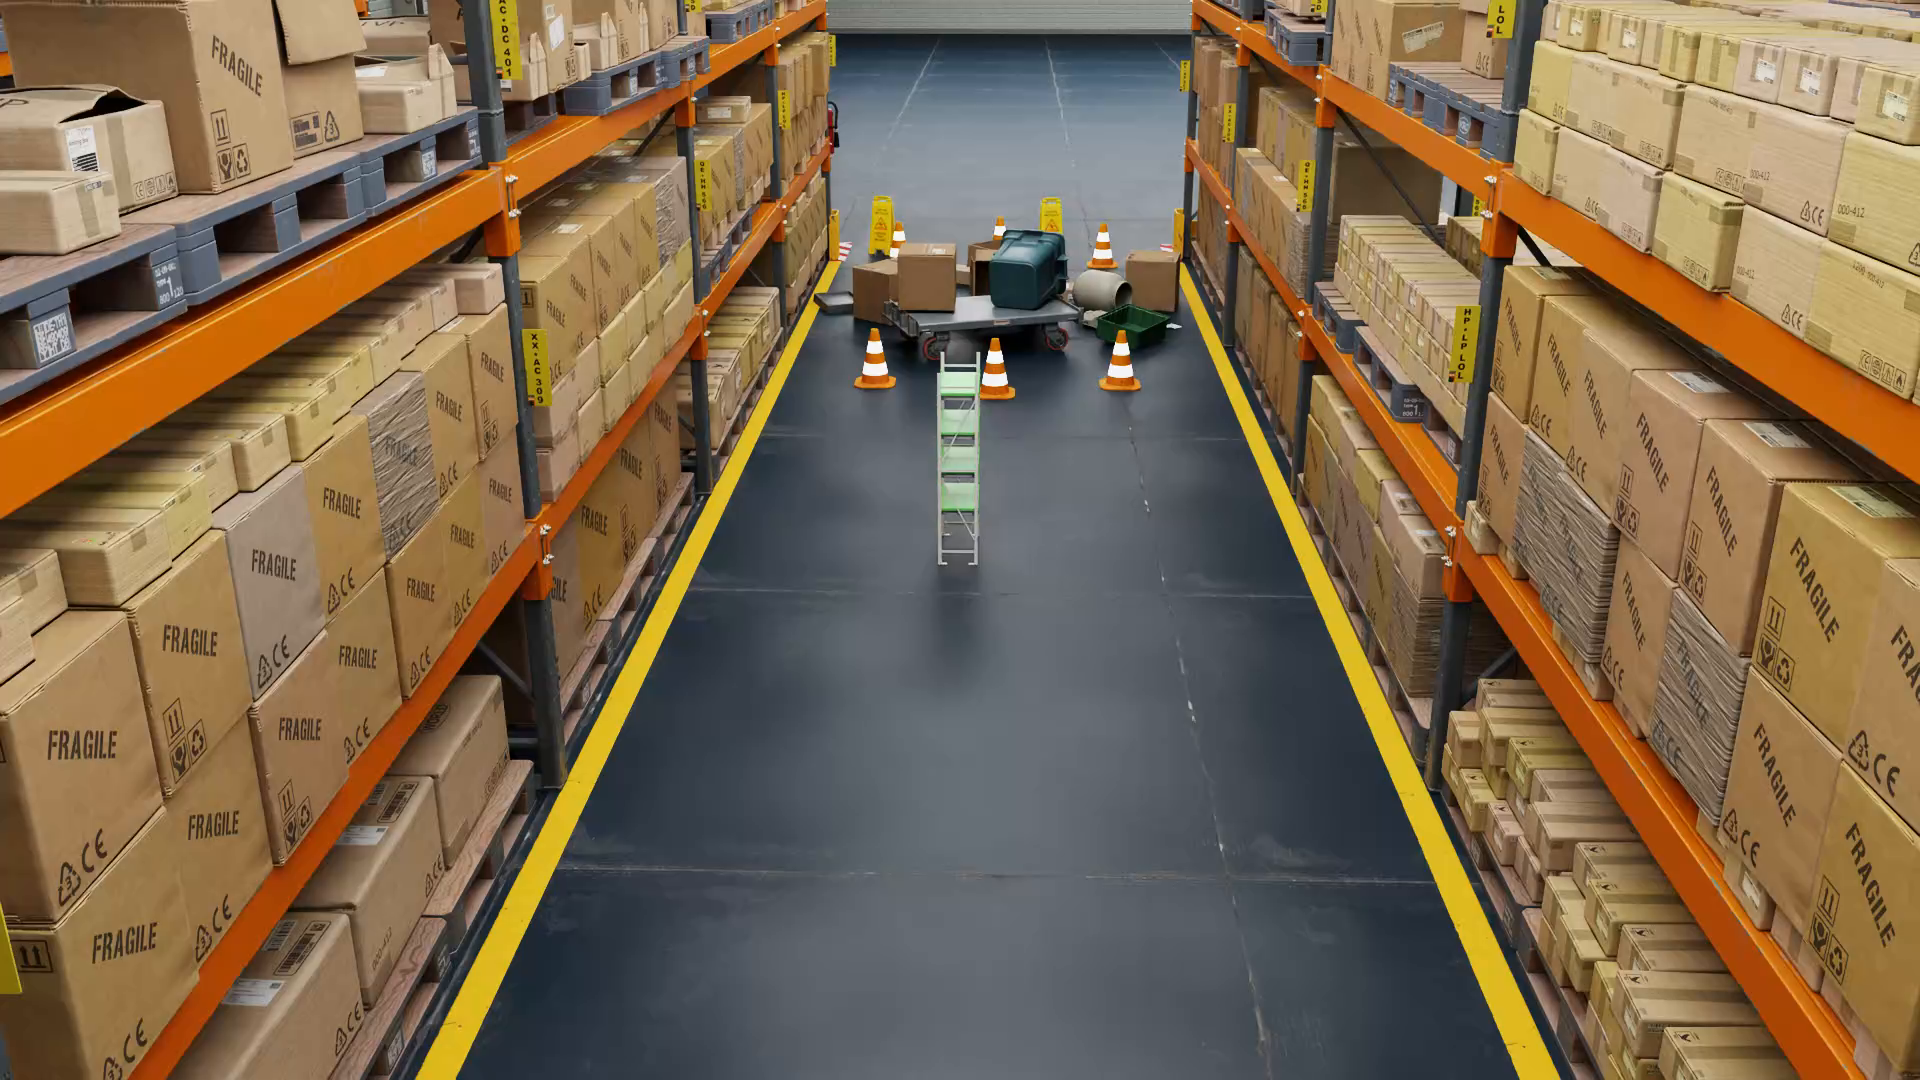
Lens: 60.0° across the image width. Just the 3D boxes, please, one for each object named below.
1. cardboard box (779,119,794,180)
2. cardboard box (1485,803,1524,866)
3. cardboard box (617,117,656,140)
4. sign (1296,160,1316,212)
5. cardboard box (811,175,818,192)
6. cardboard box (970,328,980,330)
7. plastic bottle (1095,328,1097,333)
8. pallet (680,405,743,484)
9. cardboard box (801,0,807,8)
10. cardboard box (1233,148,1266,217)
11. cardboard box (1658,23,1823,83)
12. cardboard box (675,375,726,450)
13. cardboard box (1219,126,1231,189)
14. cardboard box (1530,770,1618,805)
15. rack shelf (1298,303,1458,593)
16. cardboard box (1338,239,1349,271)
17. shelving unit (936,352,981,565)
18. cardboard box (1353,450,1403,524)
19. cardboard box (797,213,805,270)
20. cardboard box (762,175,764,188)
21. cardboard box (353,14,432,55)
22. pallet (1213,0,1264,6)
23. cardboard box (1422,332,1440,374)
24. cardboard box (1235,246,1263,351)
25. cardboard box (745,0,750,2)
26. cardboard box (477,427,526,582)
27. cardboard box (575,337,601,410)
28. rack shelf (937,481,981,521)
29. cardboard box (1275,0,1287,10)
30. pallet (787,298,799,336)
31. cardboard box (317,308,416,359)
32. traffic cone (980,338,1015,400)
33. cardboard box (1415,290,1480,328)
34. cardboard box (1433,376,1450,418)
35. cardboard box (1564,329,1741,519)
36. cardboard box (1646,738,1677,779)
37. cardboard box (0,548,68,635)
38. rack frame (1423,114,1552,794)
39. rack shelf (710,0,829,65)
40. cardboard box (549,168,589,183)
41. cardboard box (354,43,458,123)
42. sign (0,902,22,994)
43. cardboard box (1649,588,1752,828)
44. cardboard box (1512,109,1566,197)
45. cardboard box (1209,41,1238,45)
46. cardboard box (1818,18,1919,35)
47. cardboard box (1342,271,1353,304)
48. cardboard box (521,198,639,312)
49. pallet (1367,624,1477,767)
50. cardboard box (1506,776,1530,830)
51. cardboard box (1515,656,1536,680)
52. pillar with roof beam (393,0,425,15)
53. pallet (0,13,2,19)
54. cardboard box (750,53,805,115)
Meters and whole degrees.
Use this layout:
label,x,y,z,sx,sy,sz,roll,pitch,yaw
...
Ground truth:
label,x,y,z,sx,sy,sz,roll,pitch,yaw
cardboard box,-1.779,-3.515,14.893,0.500,0.500,0.500,1,21,1
cardboard box,2.341,1.185,6.690,0.380,0.149,0.250,1,21,1
cardboard box,-2.424,-3.006,12.102,0.380,0.149,0.250,0,21,-1
sign,2.204,-2.255,10.592,0.100,0.325,0.005,1,21,2
cardboard box,-1.667,-3.669,17.126,0.380,0.149,0.250,1,21,3
cardboard box,0.099,-2.170,15.755,0.258,0.266,0.396,-16,26,-35
plastic bottle,1.380,-1.903,15.348,0.133,0.061,0.283,-11,24,-26
pallet,-2.167,-0.710,12.068,1.003,0.211,1.213,1,21,2
cardboard box,-1.682,-5.214,16.020,0.380,0.149,0.250,0,21,1
cardboard box,2.595,-3.016,14.016,0.500,0.500,0.500,1,21,2
cardboard box,2.298,-1.434,4.896,0.380,0.149,0.250,2,21,4
cardboard box,-2.165,-0.903,11.761,0.950,0.372,0.625,-1,21,-2
cardboard box,2.874,-3.559,15.346,0.875,0.550,0.550,1,21,2
cardboard box,2.408,1.000,6.343,0.380,0.149,0.250,0,21,0
rack shelf,2.698,-0.651,9.055,1.077,0.370,4.000,1,21,2
cardboard box,2.543,-1.755,10.260,0.380,0.149,0.250,2,21,4
shelving unit,-0.005,-0.500,10.158,0.258,1.200,0.503,1,21,2
cardboard box,2.438,-0.293,8.975,0.500,0.250,0.500,0,21,-1
cardboard box,-1.778,-2.842,15.890,0.500,0.500,0.500,1,21,4
cardboard box,-1.836,-2.968,13.799,0.380,0.149,0.250,0,21,0
cardboard box,-2.497,-2.155,7.332,0.500,0.311,0.500,1,21,2
pallet,2.955,-5.249,15.886,1.003,0.211,1.213,1,21,2
cardboard box,2.473,-0.911,8.085,0.380,0.149,0.250,0,21,0
cardboard box,2.951,-2.078,14.266,1.050,0.750,0.750,1,21,1
cardboard box,-1.944,-4.486,13.423,0.500,0.250,0.500,0,21,1
cardboard box,-2.073,-0.158,6.650,0.500,0.500,0.500,1,21,2
cardboard box,-2.031,-0.789,7.933,0.500,0.250,0.500,1,21,2
rack shelf,-0.005,-0.216,10.268,0.258,0.148,0.480,1,21,2
cardboard box,2.532,-4.029,11.762,0.500,0.500,0.500,1,21,2
pallet,-2.085,-2.117,15.694,1.003,0.211,1.213,1,21,2
cardboard box,-2.129,-0.706,5.784,0.380,0.149,0.250,0,21,1
traffic cone,0.282,-1.412,13.528,0.336,0.463,0.334,1,21,2
cardboard box,2.490,-1.141,8.268,0.380,0.149,0.250,0,21,0
cardboard box,2.468,-0.672,7.881,0.380,0.149,0.250,1,21,1
cardboard box,2.333,-0.385,5.443,0.500,0.500,0.500,1,21,3
cardboard box,2.362,0.618,5.137,0.380,0.149,0.250,1,21,3
cardboard box,-2.211,0.129,3.633,0.380,0.149,0.250,1,21,3
rack frame,2.637,-0.264,7.061,1.000,3.000,0.127,1,21,2
rack shelf,-2.010,-4.960,16.014,1.077,0.370,4.000,1,21,2
cardboard box,-2.457,-1.885,9.721,0.500,0.500,0.500,1,21,2
cardboard box,-2.013,-1.625,5.891,0.396,0.266,0.258,1,21,3
sign,-1.881,0.733,3.188,0.100,0.325,0.005,1,21,2
cardboard box,2.298,0.463,4.641,0.500,0.500,0.500,1,21,2
cardboard box,2.359,-1.428,6.122,0.500,0.250,0.500,2,21,4
cardboard box,3.027,-4.842,17.161,0.875,0.550,0.550,1,21,2
cardboard box,2.877,-1.518,5.113,0.380,0.149,0.250,0,21,-1
cardboard box,2.535,-1.532,10.097,0.380,0.149,0.250,2,21,4
cardboard box,-1.998,-1.503,8.735,0.500,0.500,0.500,0,21,1
pallet,2.659,0.755,8.291,1.003,0.211,1.213,1,21,2
cardboard box,2.417,1.040,6.652,0.380,0.149,0.250,1,21,1
cardboard box,2.924,0.442,8.119,0.500,0.500,0.500,1,21,4
pillar with roof beam,-3.347,-9.351,22.188,9.100,9.000,0.400,1,21,2
pallet,-7.191,-3.742,12.141,1.003,0.211,1.213,2,21,4
cardboard box,-1.803,-4.167,15.189,0.700,0.500,0.500,1,21,2
